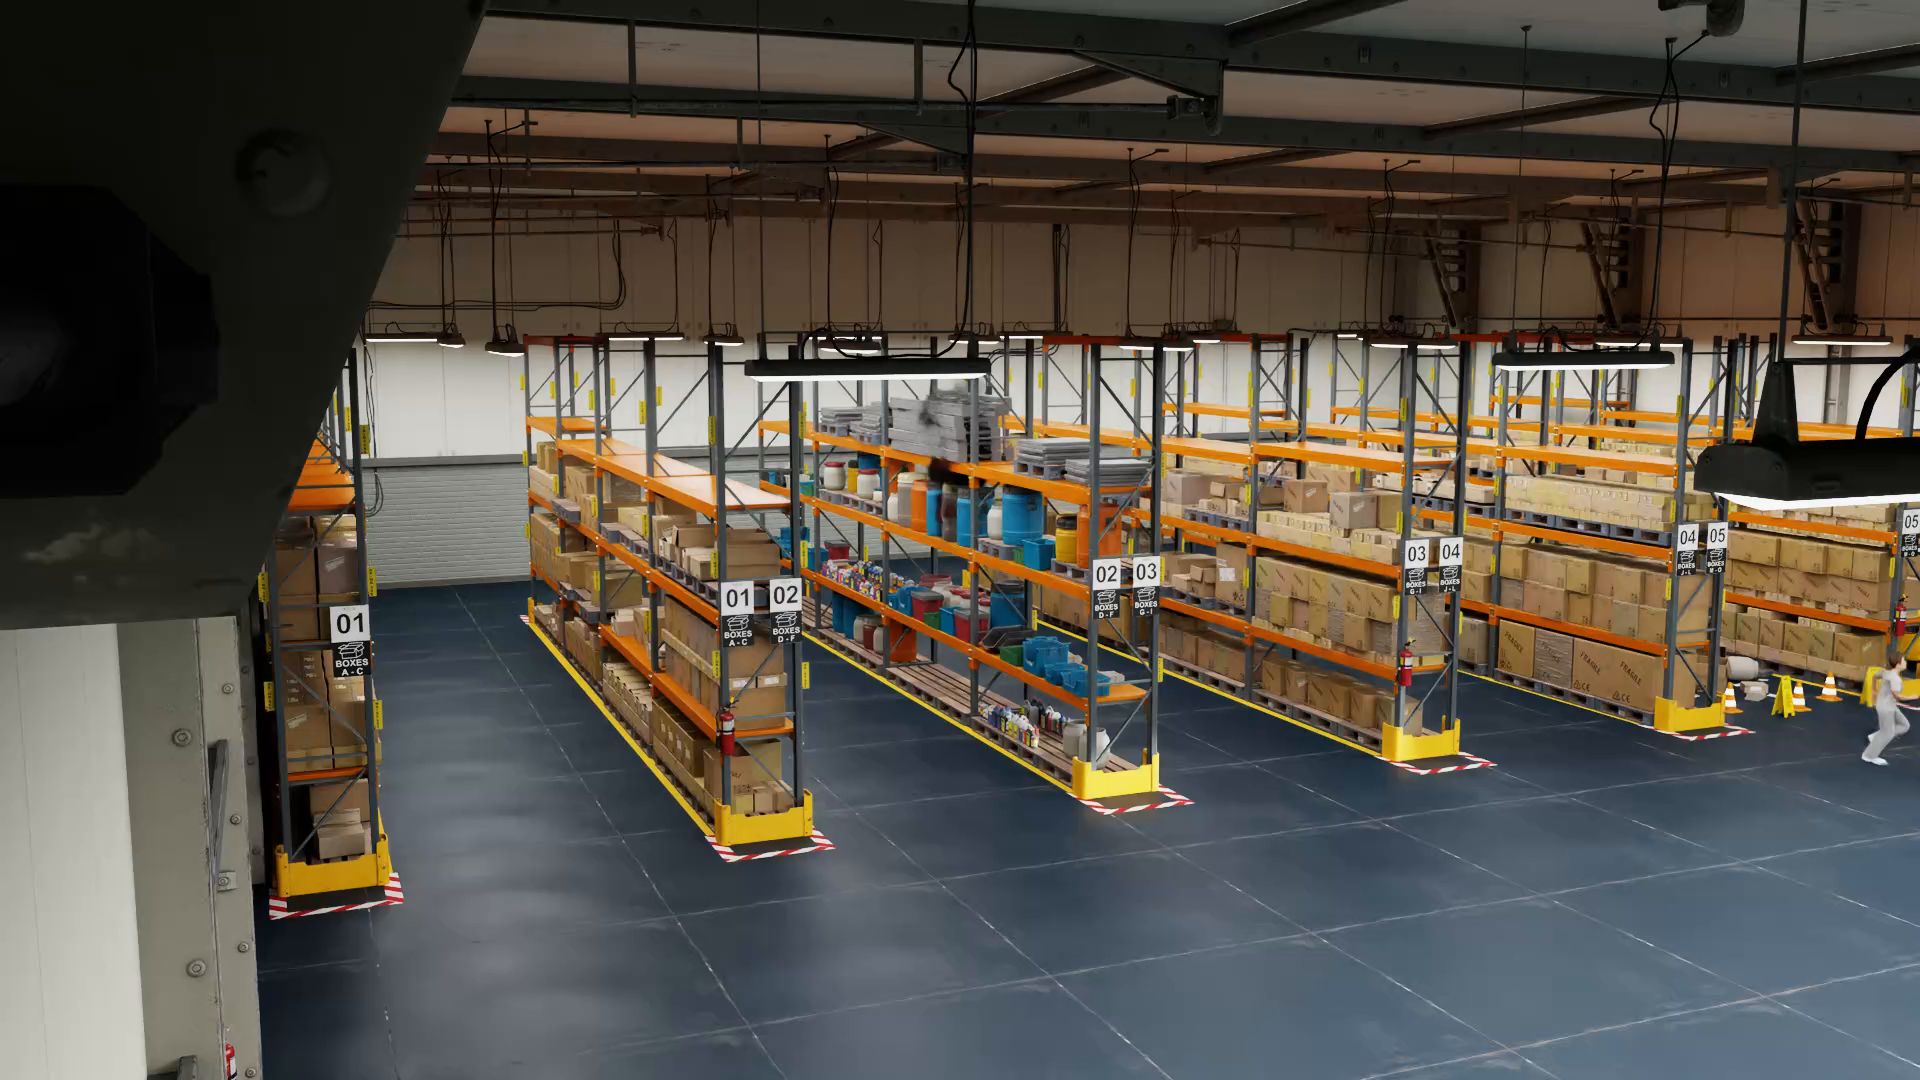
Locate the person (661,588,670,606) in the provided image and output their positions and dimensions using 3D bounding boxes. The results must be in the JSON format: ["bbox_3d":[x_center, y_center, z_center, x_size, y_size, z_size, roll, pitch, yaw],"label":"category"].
[{"bbox_3d":[-6.128,0.965,34.335,0.652,1.703,0.812,-6,10,-40],"label":"person"}]

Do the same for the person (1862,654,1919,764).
[{"bbox_3d":[13.236,2.396,23.624,0.648,1.618,0.603,3,8,20],"label":"person"}]
